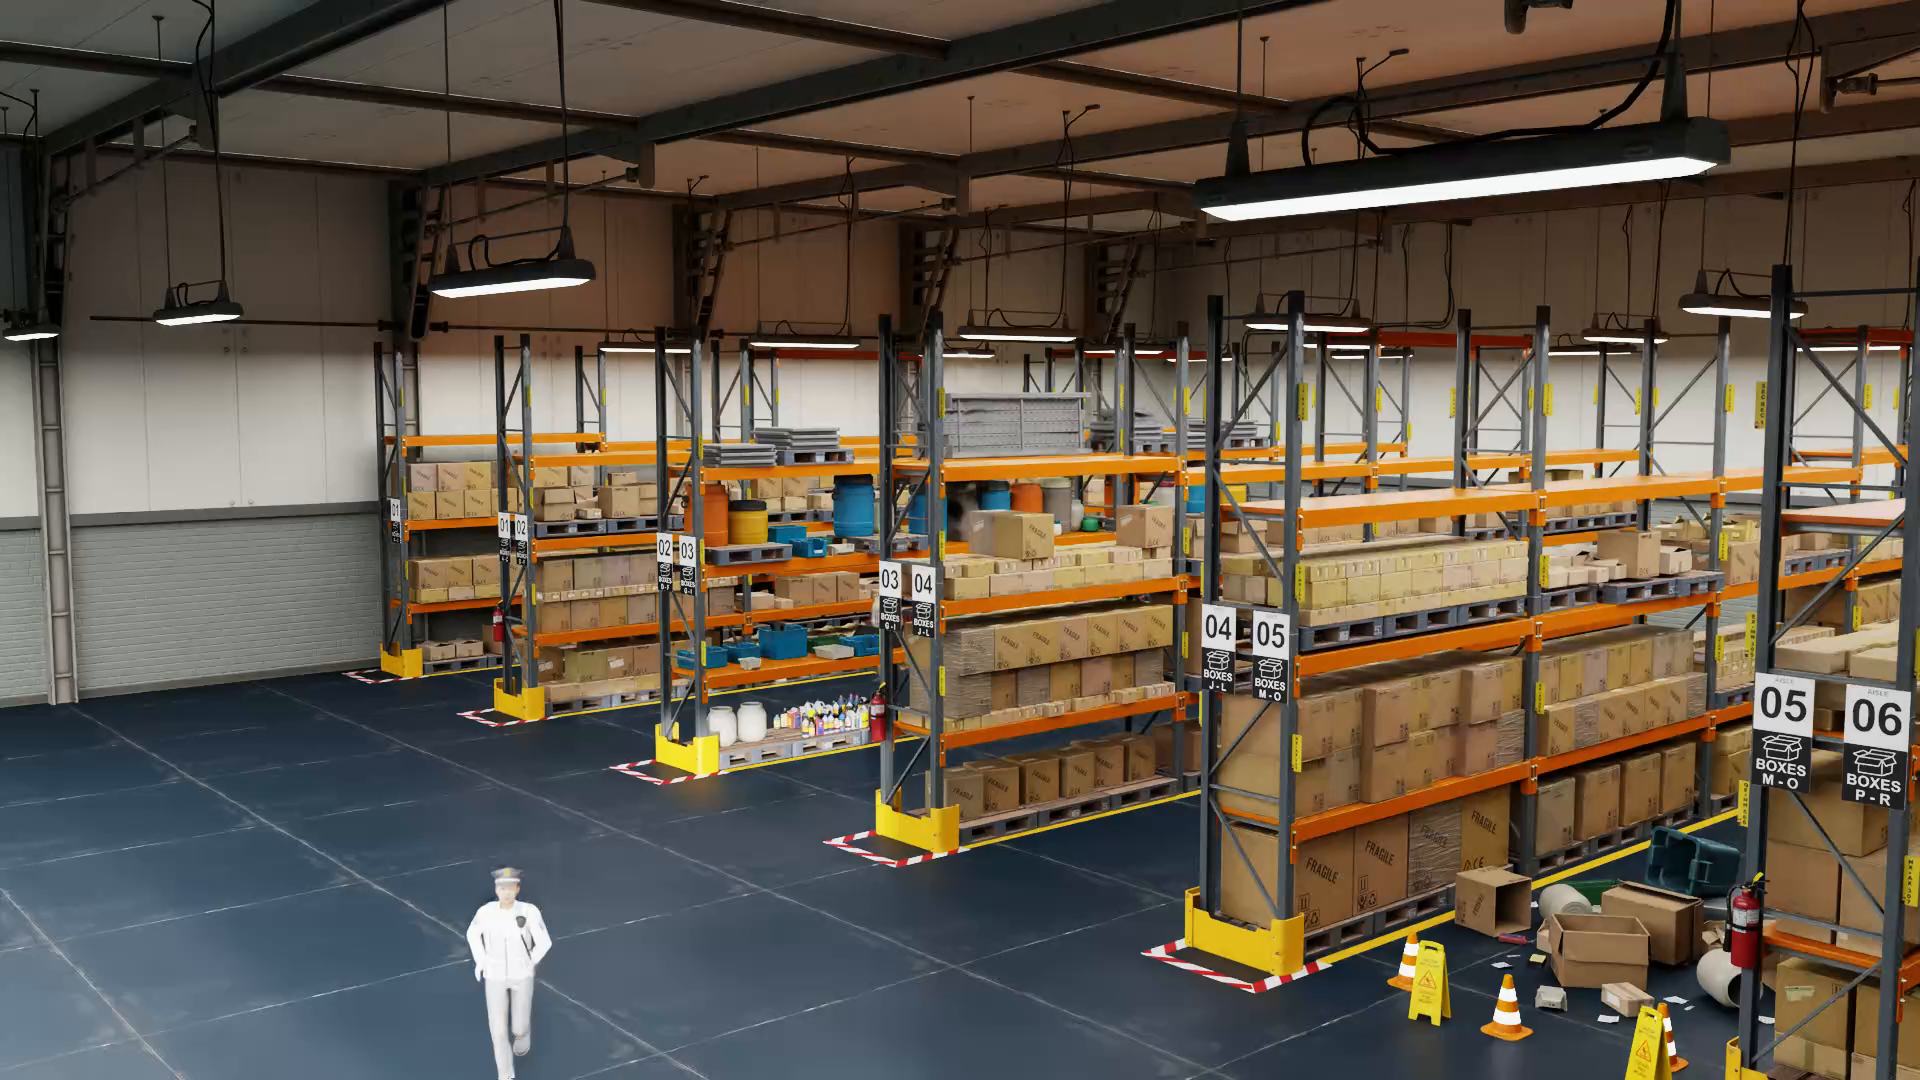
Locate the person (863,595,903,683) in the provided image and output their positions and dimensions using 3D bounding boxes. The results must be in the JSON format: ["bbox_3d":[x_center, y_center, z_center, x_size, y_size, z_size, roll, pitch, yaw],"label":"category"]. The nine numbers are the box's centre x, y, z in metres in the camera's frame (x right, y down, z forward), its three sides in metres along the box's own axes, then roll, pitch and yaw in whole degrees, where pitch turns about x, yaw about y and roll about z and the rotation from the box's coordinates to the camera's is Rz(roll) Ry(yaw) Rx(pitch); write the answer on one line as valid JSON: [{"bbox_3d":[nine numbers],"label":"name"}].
[{"bbox_3d":[-1.269,1.504,27.607,0.661,1.771,0.579,5,7,42],"label":"person"}]

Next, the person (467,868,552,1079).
[{"bbox_3d":[-3.326,3.228,12.270,0.618,1.690,0.843,-1,5,-10],"label":"person"}]

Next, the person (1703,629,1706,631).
[{"bbox_3d":[11.230,2.152,24.869,0.882,1.516,0.551,-4,6,-36],"label":"person"}]
